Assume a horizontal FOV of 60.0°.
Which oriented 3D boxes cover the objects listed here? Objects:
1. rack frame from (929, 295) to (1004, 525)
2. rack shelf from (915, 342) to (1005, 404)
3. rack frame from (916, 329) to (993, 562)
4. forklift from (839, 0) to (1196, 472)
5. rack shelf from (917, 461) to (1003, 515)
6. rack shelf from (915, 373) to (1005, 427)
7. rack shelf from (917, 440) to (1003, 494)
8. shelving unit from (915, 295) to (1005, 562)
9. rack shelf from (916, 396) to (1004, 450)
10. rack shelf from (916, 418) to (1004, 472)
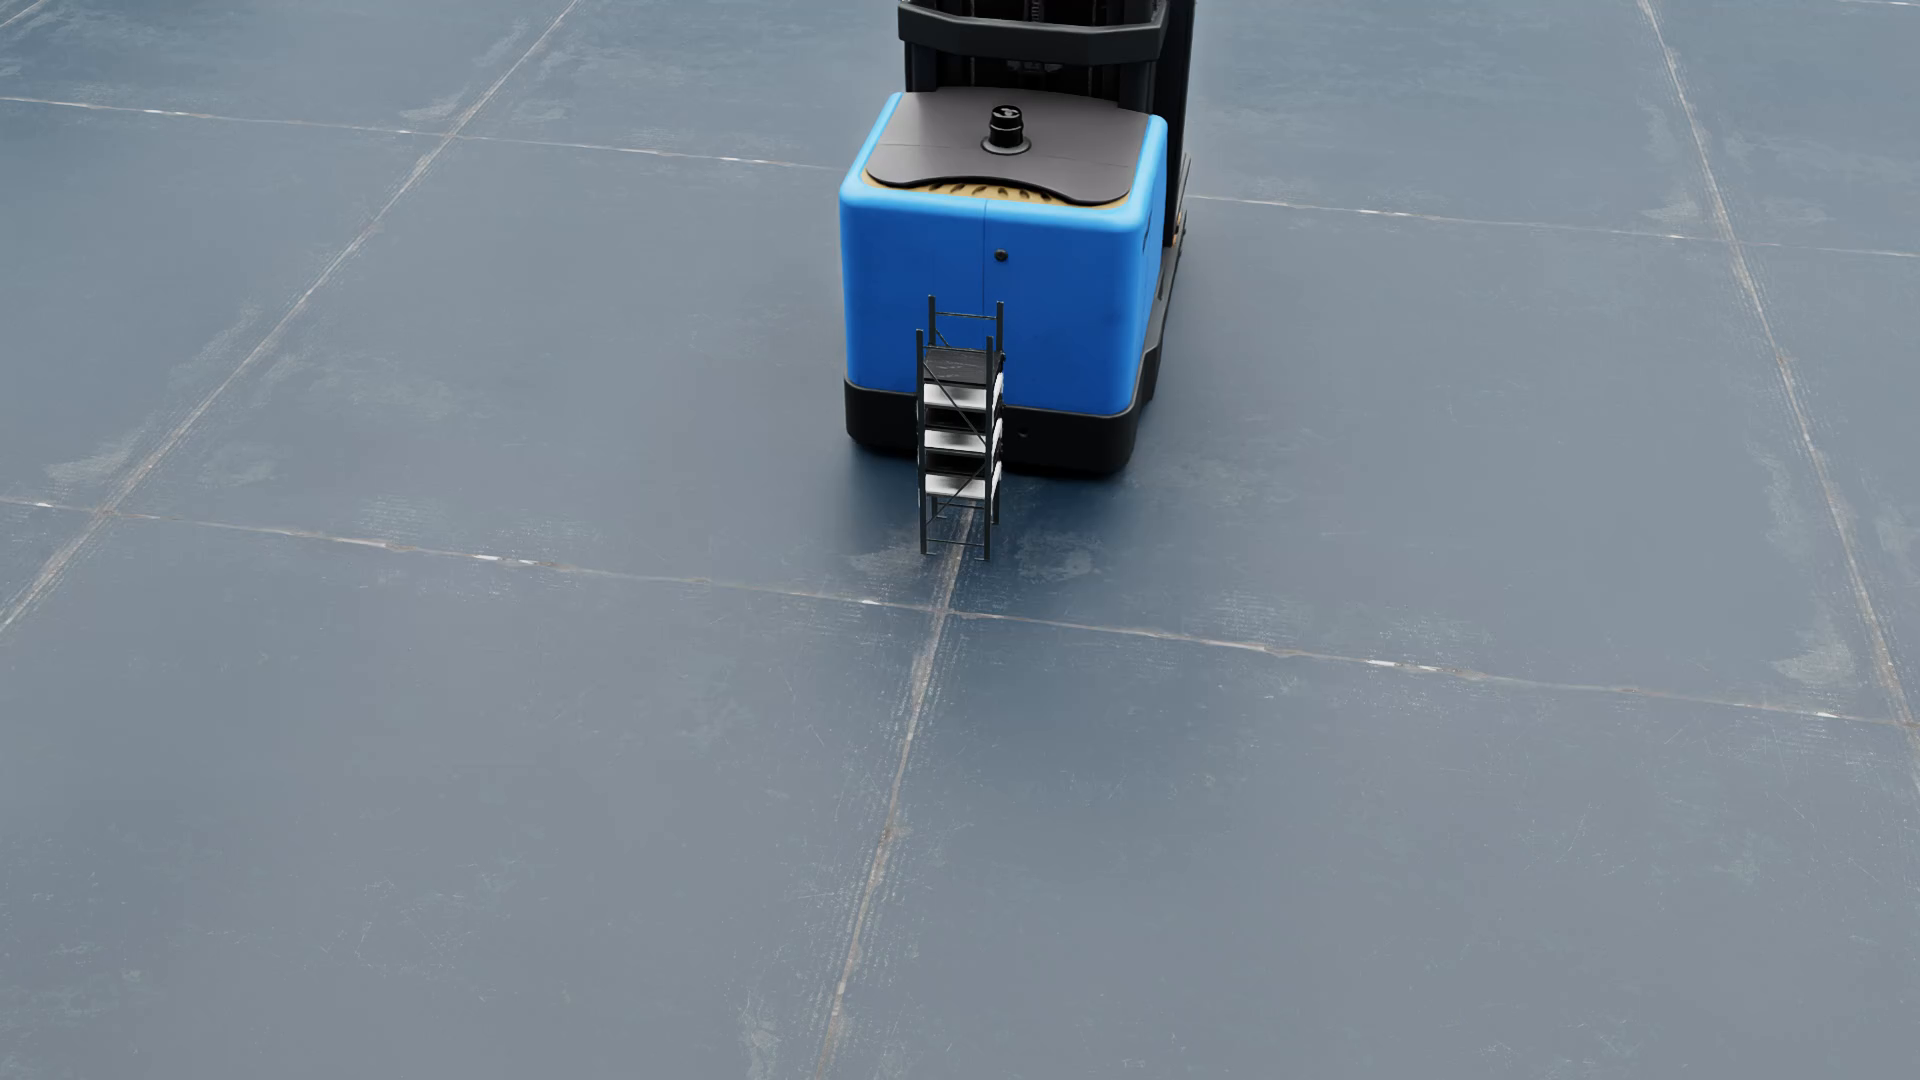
[{"bbox_3d":[0.019,-0.416,5.547,0.240,0.900,0.006,6,40,8],"label":"rack frame"},{"bbox_3d":[0.001,-0.534,5.319,0.258,0.077,0.200,6,40,8],"label":"rack shelf"},{"bbox_3d":[-0.016,-0.288,5.392,0.240,0.900,0.006,6,40,8],"label":"rack frame"},{"bbox_3d":[0.379,-2.314,6.249,1.130,2.935,3.031,7,40,9],"label":"forklift"},{"bbox_3d":[0.001,-0.187,5.605,0.258,0.077,0.200,6,40,8],"label":"rack shelf"},{"bbox_3d":[0.001,-0.465,5.376,0.258,0.077,0.200,6,40,8],"label":"rack shelf"},{"bbox_3d":[0.001,-0.257,5.548,0.258,0.077,0.200,6,40,8],"label":"rack shelf"},{"bbox_3d":[0.001,-0.352,5.469,0.258,0.900,0.210,6,40,8],"label":"shelving unit"},{"bbox_3d":[0.001,-0.396,5.433,0.258,0.077,0.200,6,40,8],"label":"rack shelf"},{"bbox_3d":[0.001,-0.326,5.491,0.258,0.077,0.200,6,40,8],"label":"rack shelf"}]
